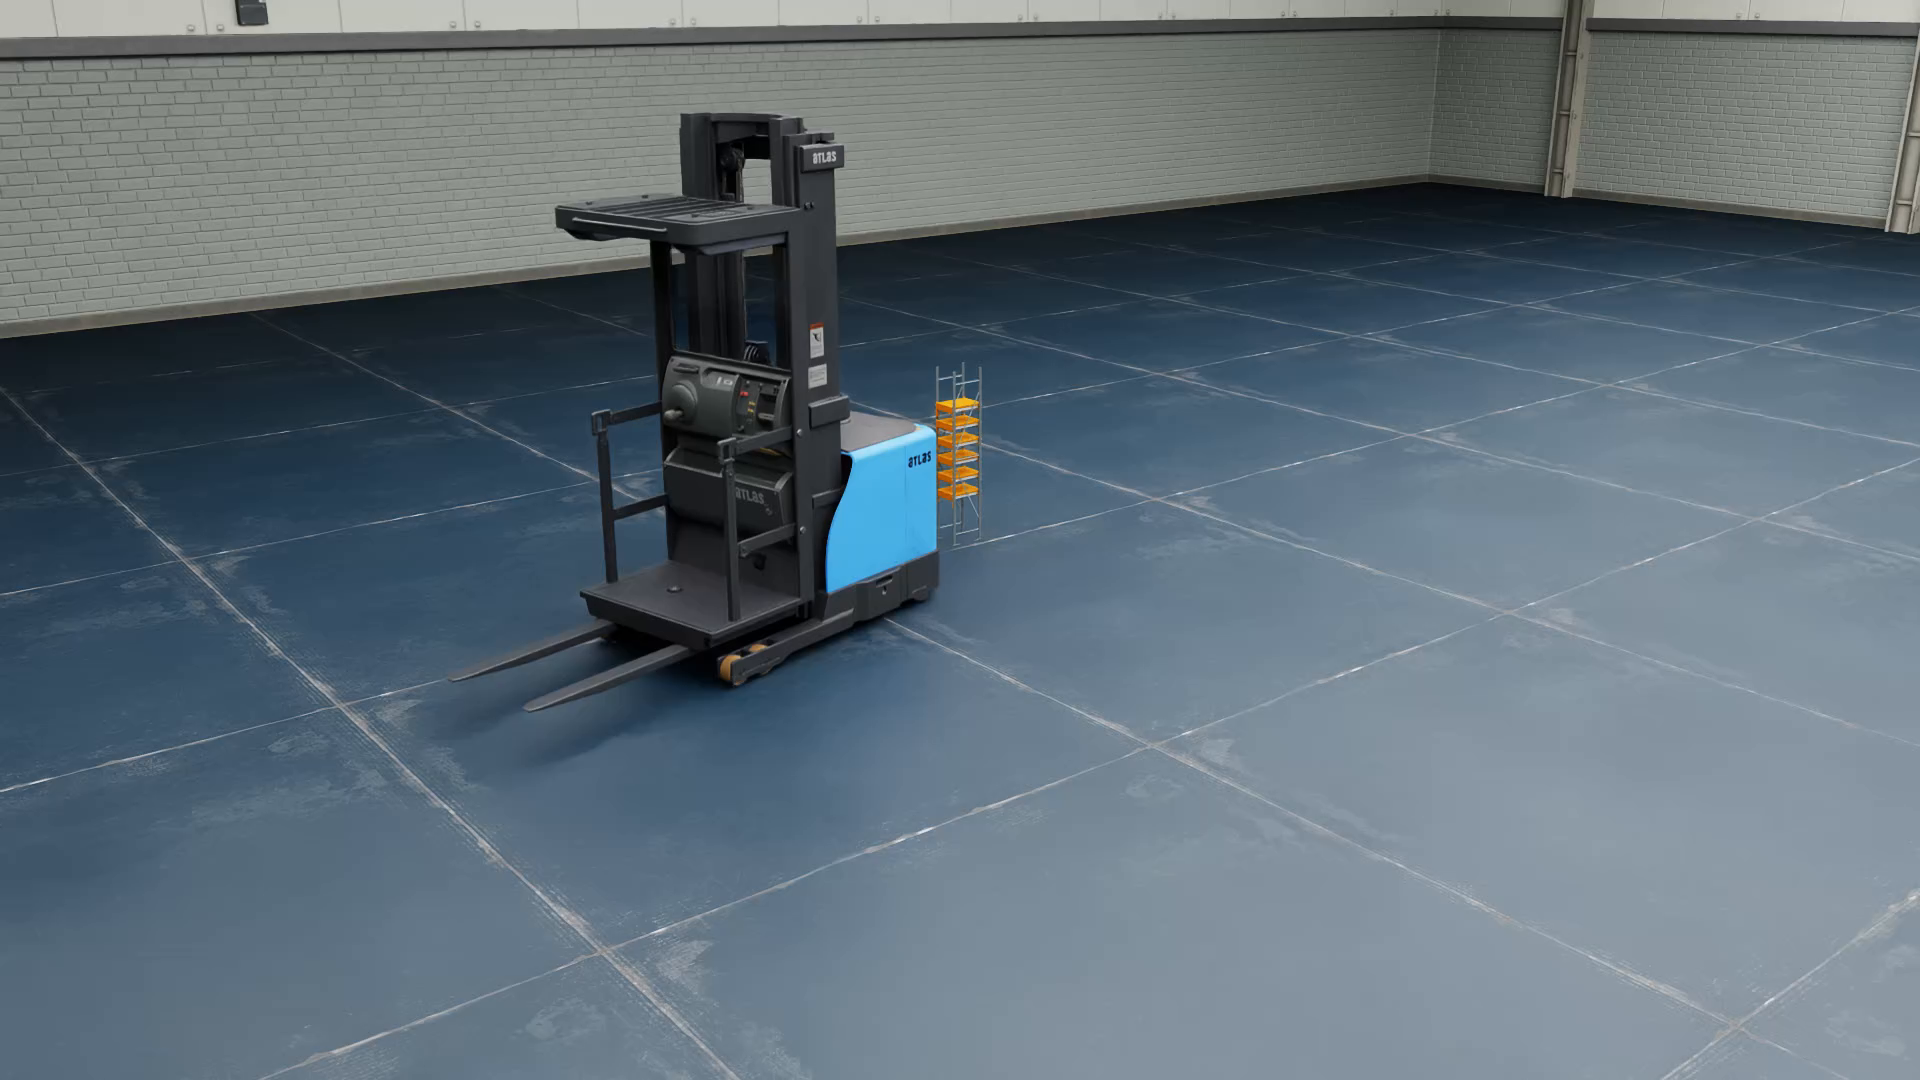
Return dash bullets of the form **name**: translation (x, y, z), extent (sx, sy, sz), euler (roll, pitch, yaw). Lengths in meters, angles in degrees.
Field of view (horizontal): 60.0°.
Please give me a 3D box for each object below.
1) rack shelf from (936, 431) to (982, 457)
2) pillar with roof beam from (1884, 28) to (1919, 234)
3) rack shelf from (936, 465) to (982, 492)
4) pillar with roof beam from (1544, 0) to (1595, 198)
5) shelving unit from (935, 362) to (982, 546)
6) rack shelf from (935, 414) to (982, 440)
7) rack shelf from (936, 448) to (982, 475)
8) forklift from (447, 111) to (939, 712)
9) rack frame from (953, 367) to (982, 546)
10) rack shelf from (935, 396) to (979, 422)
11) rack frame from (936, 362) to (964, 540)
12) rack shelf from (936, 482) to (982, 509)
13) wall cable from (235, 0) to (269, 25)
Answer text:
- **rack shelf**: translation (-0.009, -0.645, 11.161), extent (0.258, 0.103, 0.180), euler (-14, 23, -36)
- **pillar with roof beam**: translation (11.242, -8.215, 21.855), extent (9.100, 9.000, 0.400), euler (-14, 23, -36)
- **rack shelf**: translation (-0.009, -0.417, 11.236), extent (0.258, 0.103, 0.180), euler (-14, 23, -36)
- **pillar with roof beam**: translation (7.517, -9.693, 26.320), extent (9.100, 9.000, 0.400), euler (-14, 23, -36)
- **shelving unit**: translation (-0.009, -0.573, 11.185), extent (0.258, 1.200, 0.189), euler (-14, 23, -36)
- **rack shelf**: translation (-0.009, -0.759, 11.123), extent (0.258, 0.103, 0.180), euler (-14, 23, -36)
- **rack shelf**: translation (-0.009, -0.531, 11.199), extent (0.258, 0.103, 0.180), euler (-14, 23, -36)
- **forklift**: translation (-1.433, -0.781, 9.058), extent (1.130, 2.935, 3.031), euler (14, 23, 36)
- **rack frame**: translation (0.048, -0.551, 11.117), extent (0.240, 1.200, 0.006), euler (-14, 23, -36)
- **rack shelf**: translation (-0.009, -0.873, 11.085), extent (0.258, 0.103, 0.180), euler (-14, 23, -36)
- **rack frame**: translation (-0.066, -0.596, 11.253), extent (0.240, 1.200, 0.006), euler (-14, 23, -36)
- **rack shelf**: translation (-0.009, -0.303, 11.274), extent (0.258, 0.103, 0.180), euler (-14, 23, -36)
- **wall cable**: translation (-7.142, -8.833, 18.312), extent (2.305, 6.003, 0.169), euler (-14, 23, -36)
